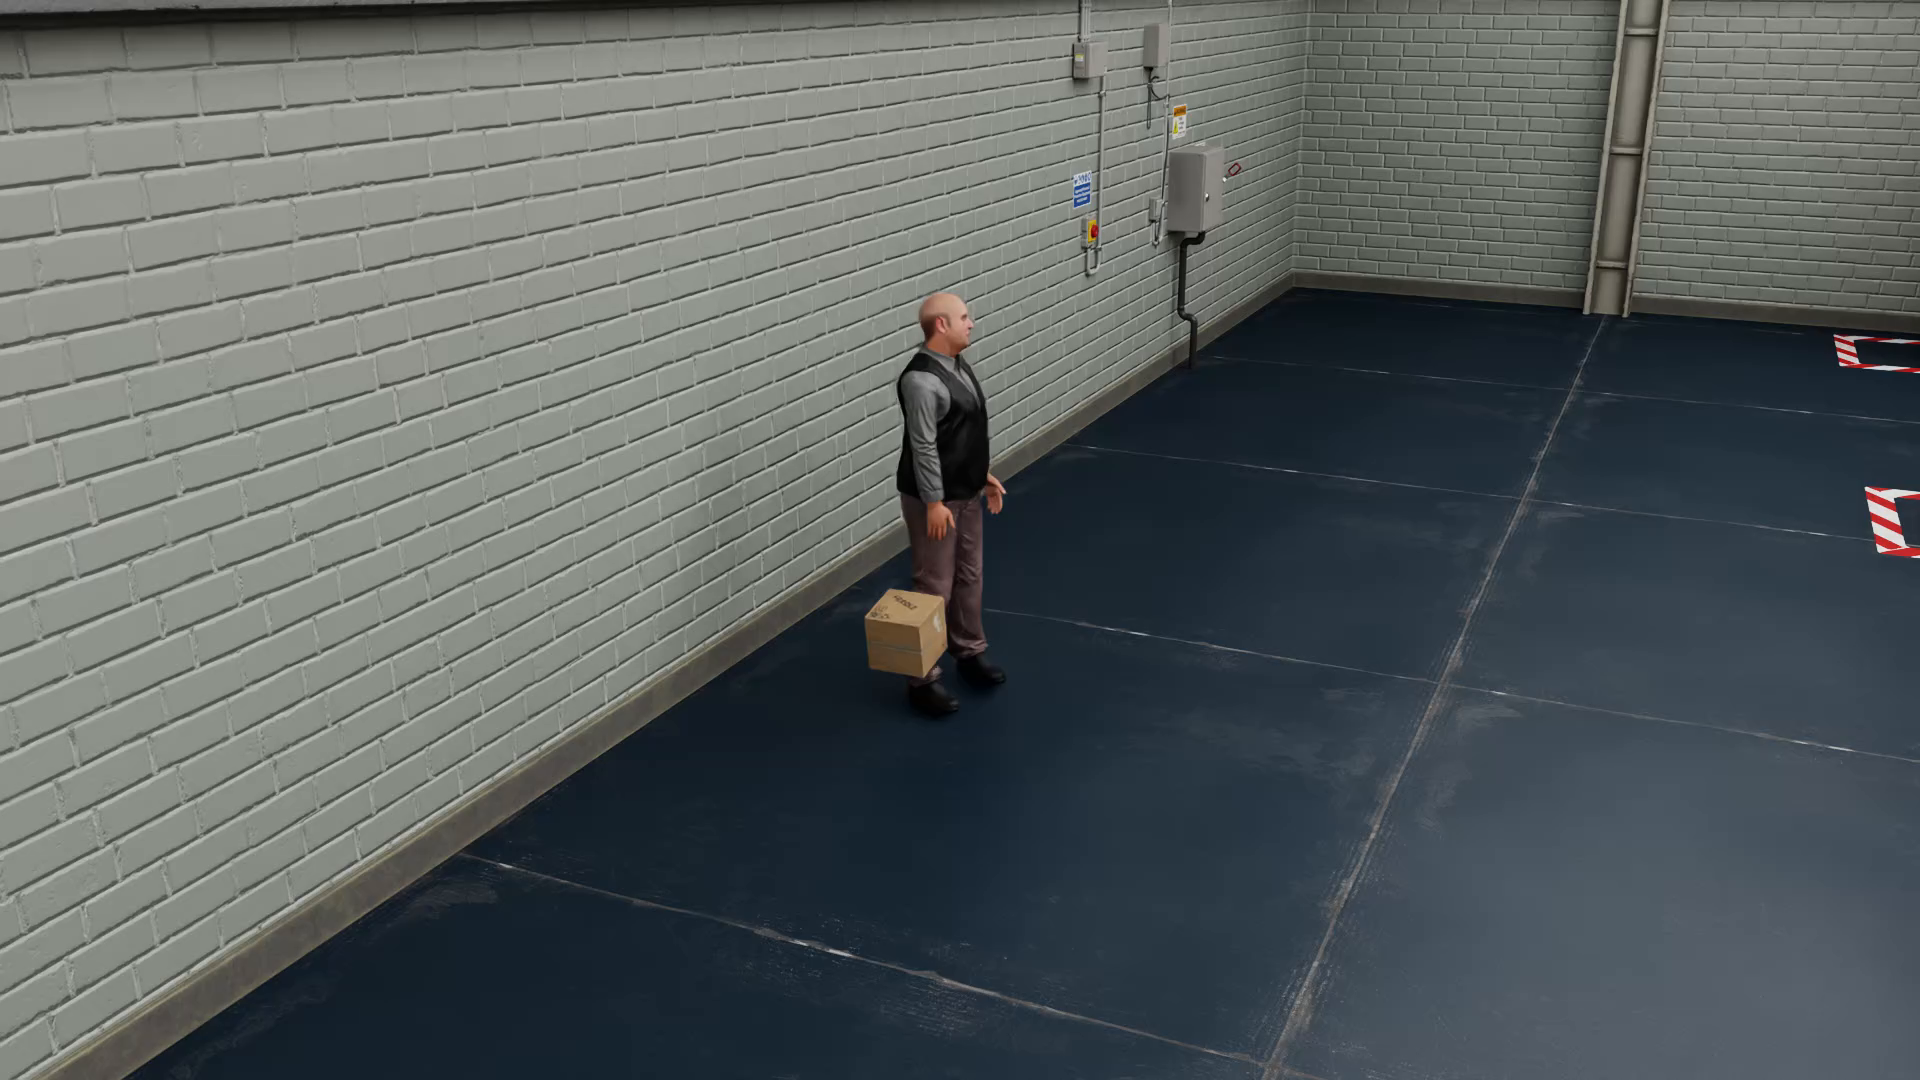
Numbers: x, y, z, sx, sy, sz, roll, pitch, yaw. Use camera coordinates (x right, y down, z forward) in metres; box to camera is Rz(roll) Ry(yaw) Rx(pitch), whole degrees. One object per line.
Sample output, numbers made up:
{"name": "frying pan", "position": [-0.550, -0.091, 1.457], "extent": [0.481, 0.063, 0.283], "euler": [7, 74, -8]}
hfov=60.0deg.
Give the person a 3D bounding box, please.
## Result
{"name": "person", "position": [-0.041, -0.169, 7.022], "extent": [0.459, 1.731, 0.573], "euler": [7, 20, 19]}
